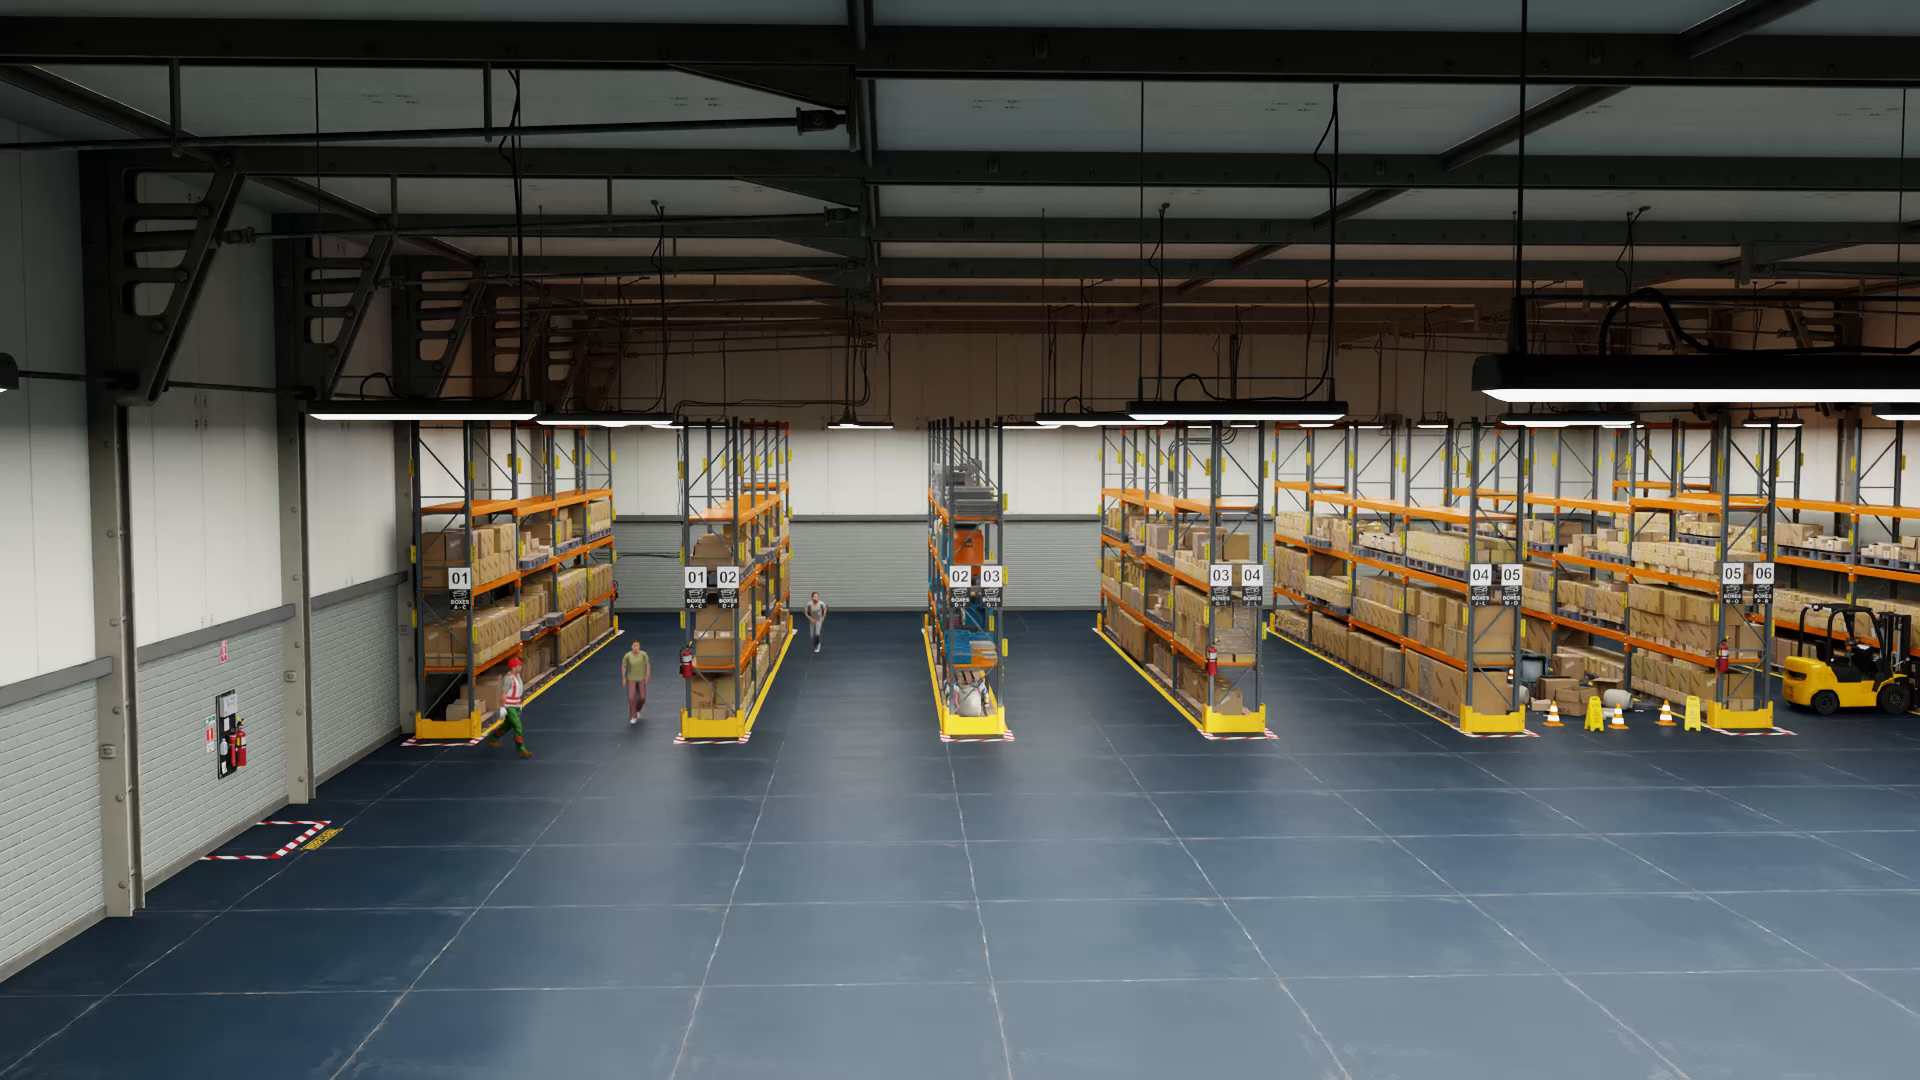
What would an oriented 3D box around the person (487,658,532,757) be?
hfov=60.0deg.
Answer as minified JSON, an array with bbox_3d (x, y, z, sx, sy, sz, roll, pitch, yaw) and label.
[{"bbox_3d":[-7.976,2.938,29.419,1.105,1.738,0.567,2,4,23],"label":"person"}]

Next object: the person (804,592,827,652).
[{"bbox_3d":[-3.736,2.125,43.068,0.532,1.585,0.708,0,4,5],"label":"person"}]

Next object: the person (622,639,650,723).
[{"bbox_3d":[-6.405,2.764,32.856,0.545,1.654,0.600,-1,4,-14],"label":"person"}]
